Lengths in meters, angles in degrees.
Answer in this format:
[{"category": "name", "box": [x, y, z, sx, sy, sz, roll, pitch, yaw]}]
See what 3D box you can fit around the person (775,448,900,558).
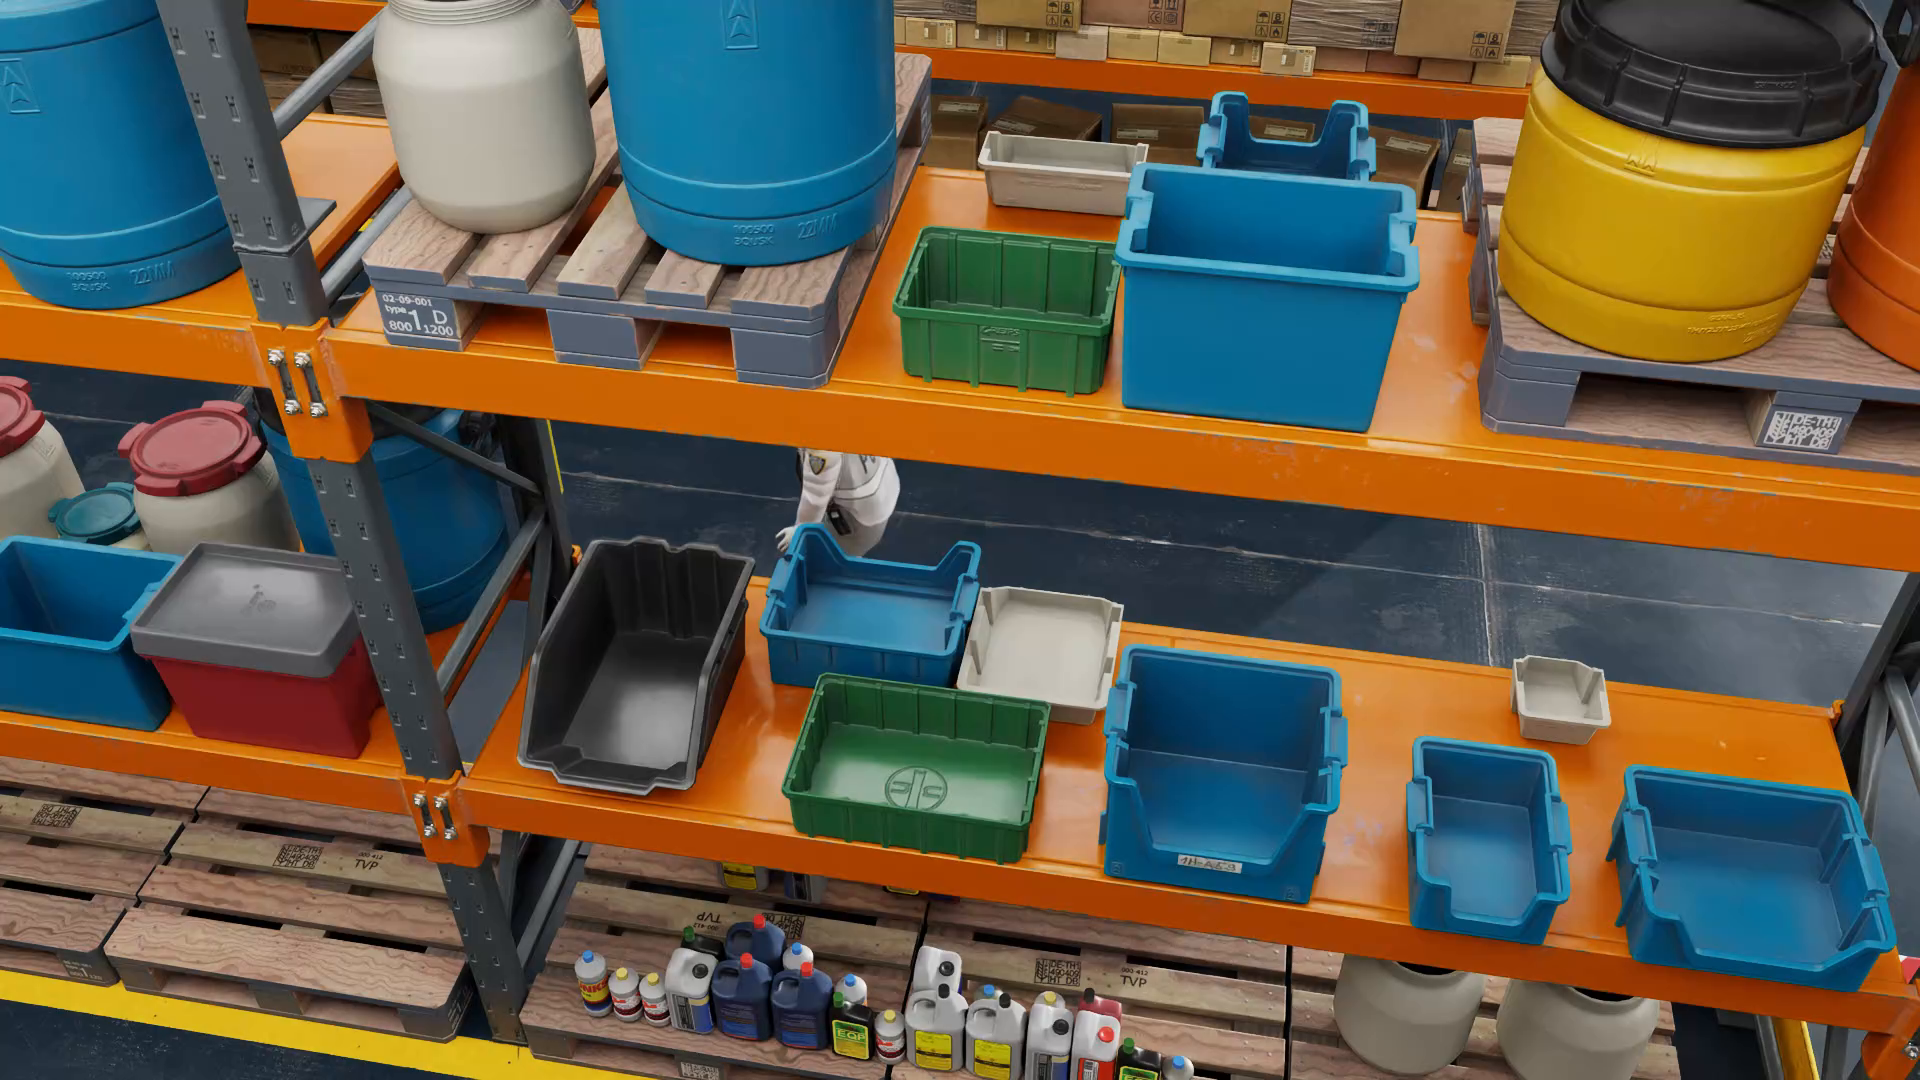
[{"category": "person", "box": [-0.484, -0.121, 6.354, 0.485, 1.604, 0.508, 8, 41, 9]}]
